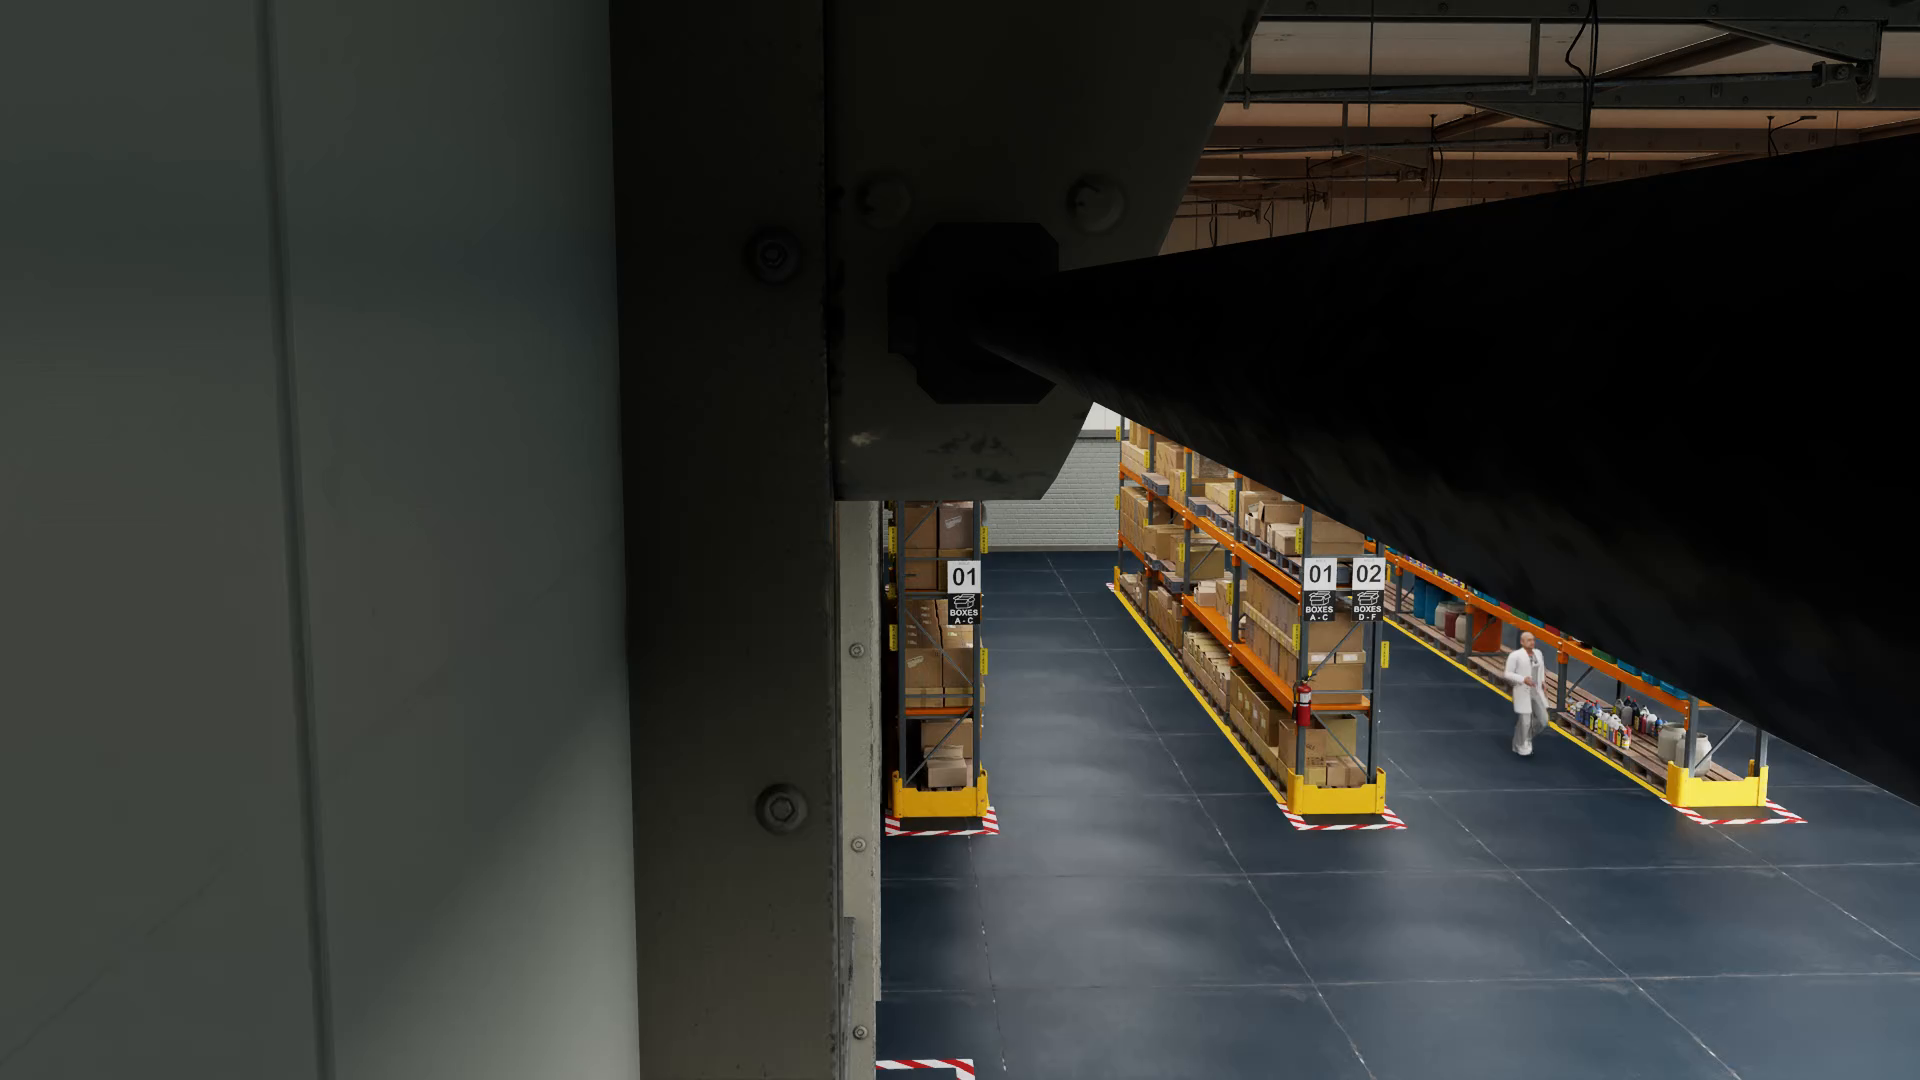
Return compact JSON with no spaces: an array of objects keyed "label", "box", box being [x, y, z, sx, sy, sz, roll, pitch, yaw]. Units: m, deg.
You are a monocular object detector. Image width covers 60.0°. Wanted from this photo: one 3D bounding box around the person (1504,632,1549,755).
[{"label":"person","box":[7.922,2.151,23.087,0.698,1.731,0.634,-2,9,-15]}]
